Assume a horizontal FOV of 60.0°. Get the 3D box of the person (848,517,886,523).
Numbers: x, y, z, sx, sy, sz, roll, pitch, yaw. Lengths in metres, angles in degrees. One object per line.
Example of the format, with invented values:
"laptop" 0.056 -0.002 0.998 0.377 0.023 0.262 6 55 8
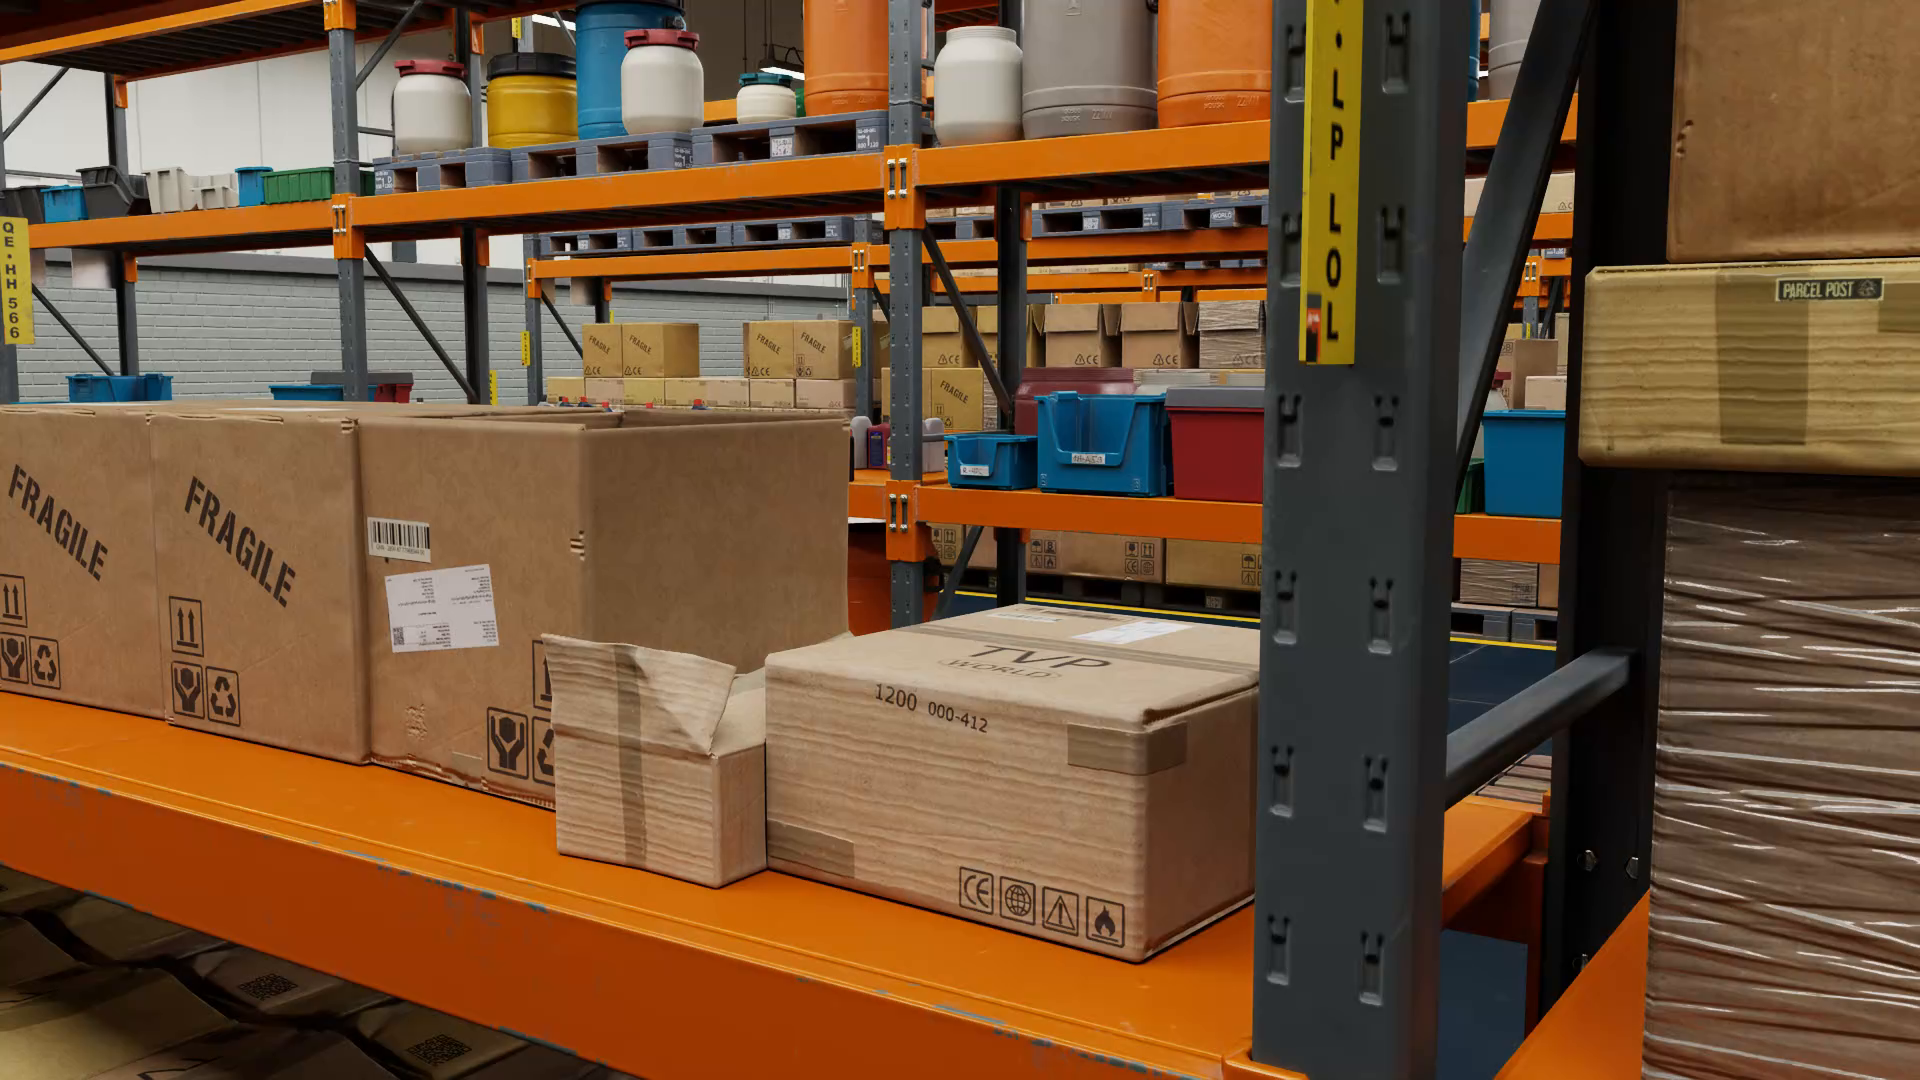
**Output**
"person" -0.675 0.165 11.121 0.914 1.031 0.527 4 7 32
